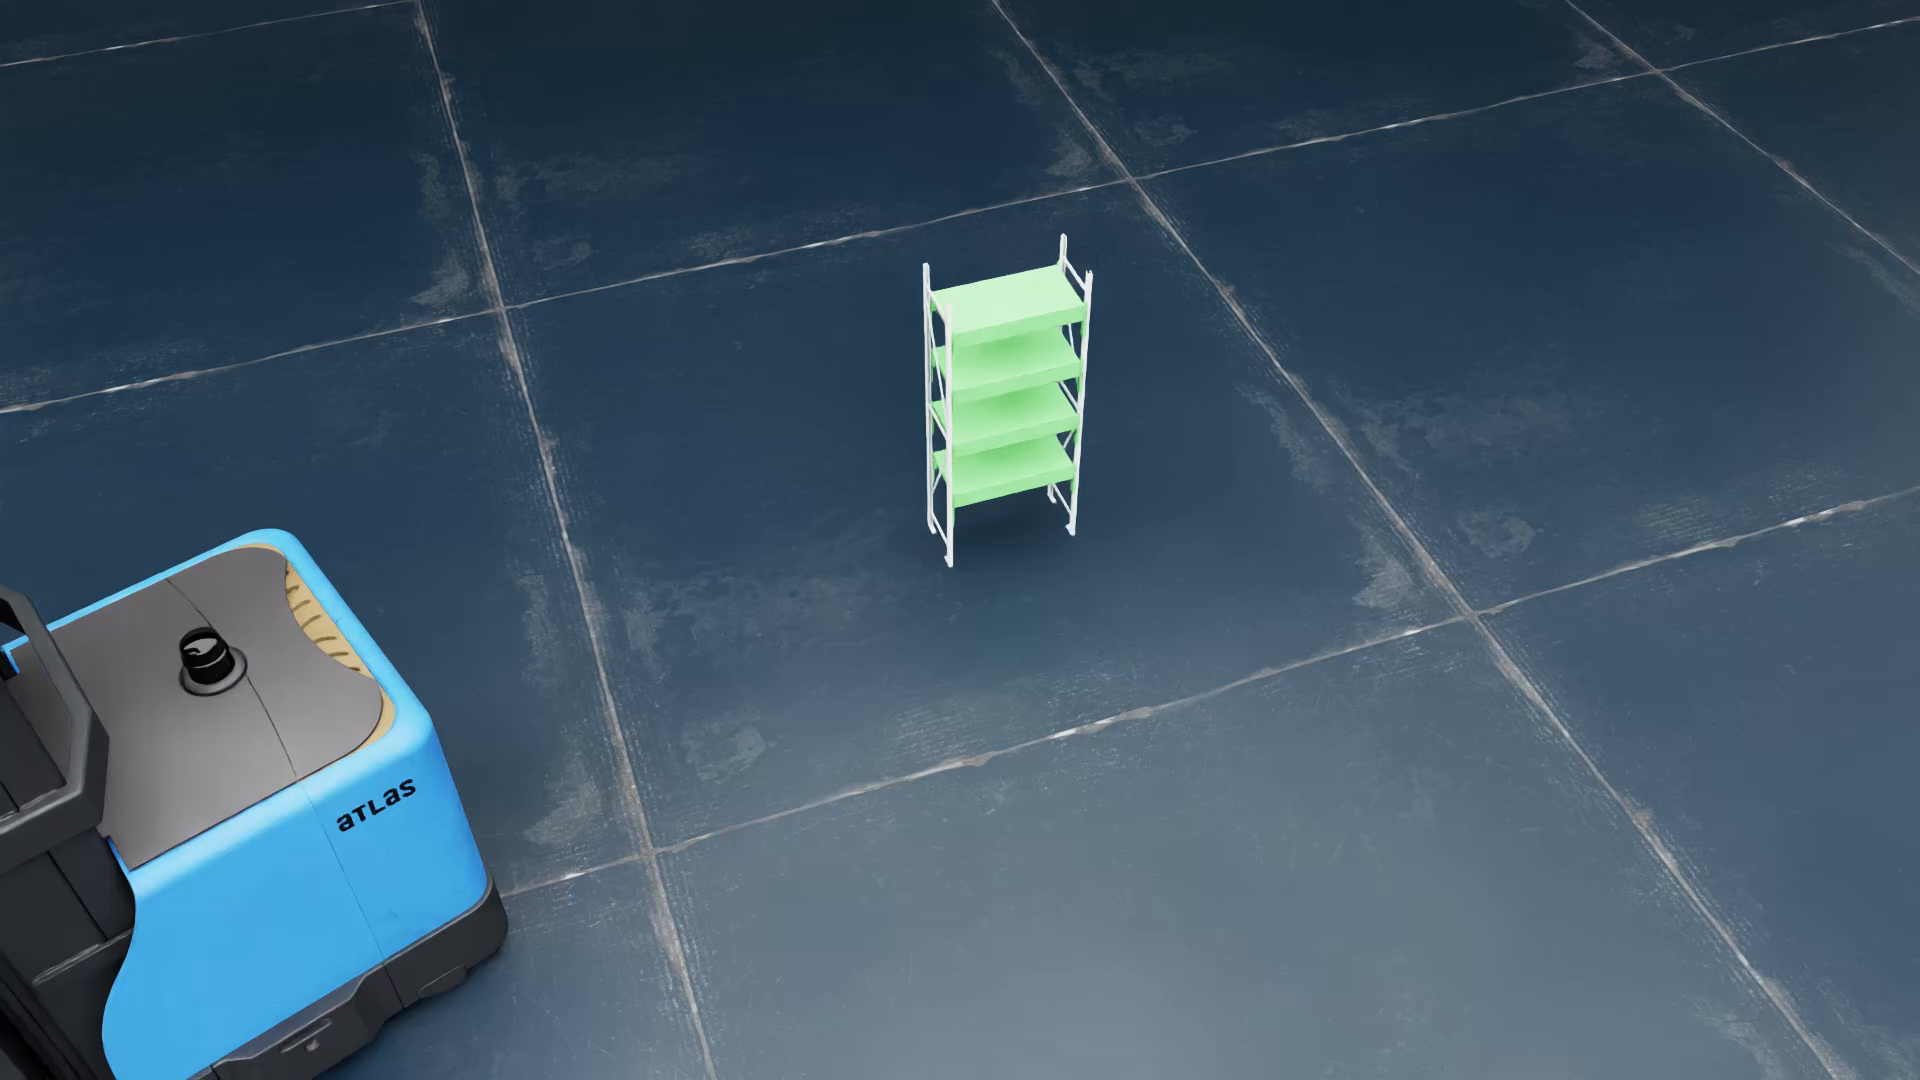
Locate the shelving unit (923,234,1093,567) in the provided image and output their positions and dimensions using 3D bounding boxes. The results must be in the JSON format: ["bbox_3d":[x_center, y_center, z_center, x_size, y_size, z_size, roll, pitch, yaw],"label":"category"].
[{"bbox_3d":[0.156,-0.463,5.865,0.503,1.200,0.258,-14,47,-14],"label":"shelving unit"}]

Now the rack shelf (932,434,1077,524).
[{"bbox_3d":[0.156,-0.249,6.080,0.480,0.148,0.258,-14,47,-14],"label":"rack shelf"}]

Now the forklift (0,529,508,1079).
[{"bbox_3d":[-2.817,0.588,3.595,3.031,2.935,1.130,-30,52,-26],"label":"forklift"}]

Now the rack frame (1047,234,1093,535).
[{"bbox_3d":[0.385,-0.522,5.923,0.015,1.200,0.240,-14,47,-14],"label":"rack frame"}]

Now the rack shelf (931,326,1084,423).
[{"bbox_3d":[0.156,-0.588,5.740,0.480,0.148,0.258,-14,47,-14],"label":"rack shelf"}]

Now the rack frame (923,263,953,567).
[{"bbox_3d":[-0.074,-0.405,5.806,0.015,1.200,0.240,-14,47,-14],"label":"rack frame"}]

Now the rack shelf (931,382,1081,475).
[{"bbox_3d":[0.156,-0.418,5.910,0.480,0.148,0.258,-14,47,-14],"label":"rack shelf"}]

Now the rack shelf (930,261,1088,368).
[{"bbox_3d":[0.156,-0.757,5.570,0.480,0.148,0.258,-14,47,-14],"label":"rack shelf"}]
